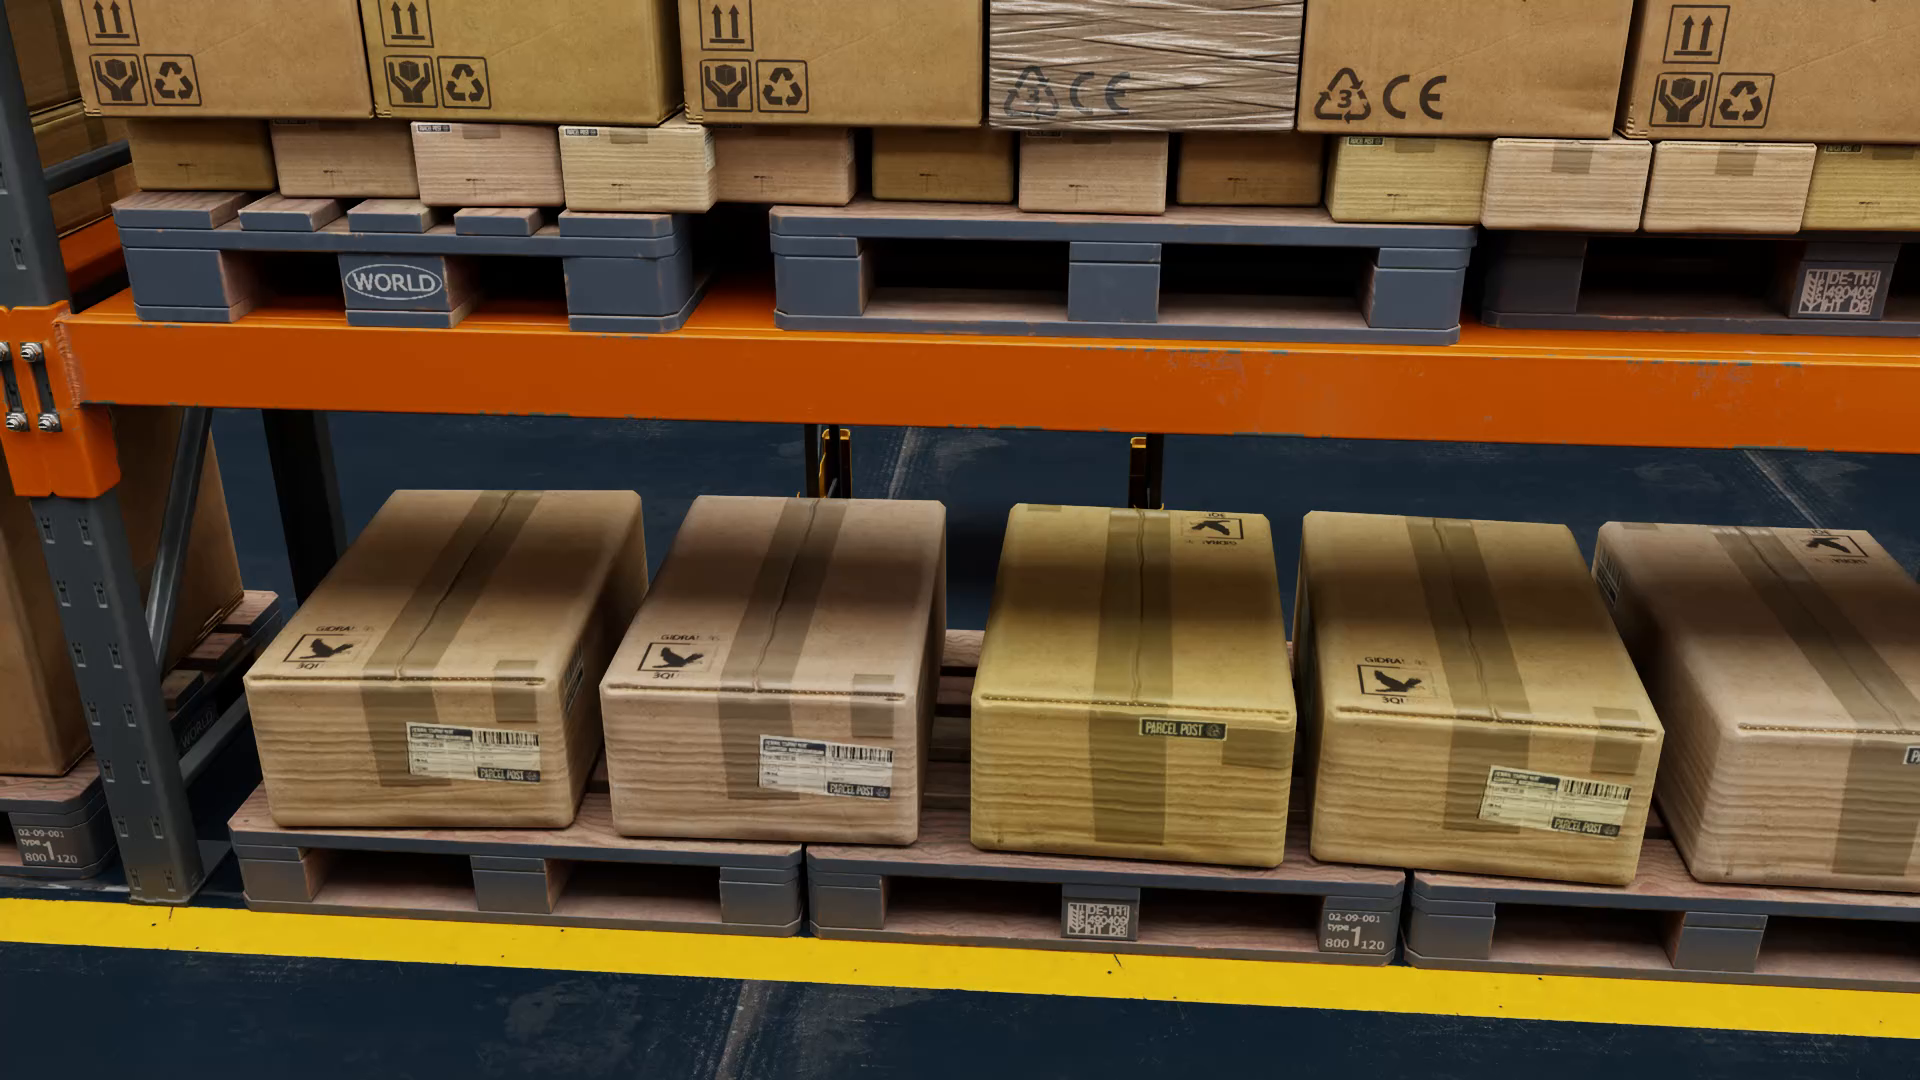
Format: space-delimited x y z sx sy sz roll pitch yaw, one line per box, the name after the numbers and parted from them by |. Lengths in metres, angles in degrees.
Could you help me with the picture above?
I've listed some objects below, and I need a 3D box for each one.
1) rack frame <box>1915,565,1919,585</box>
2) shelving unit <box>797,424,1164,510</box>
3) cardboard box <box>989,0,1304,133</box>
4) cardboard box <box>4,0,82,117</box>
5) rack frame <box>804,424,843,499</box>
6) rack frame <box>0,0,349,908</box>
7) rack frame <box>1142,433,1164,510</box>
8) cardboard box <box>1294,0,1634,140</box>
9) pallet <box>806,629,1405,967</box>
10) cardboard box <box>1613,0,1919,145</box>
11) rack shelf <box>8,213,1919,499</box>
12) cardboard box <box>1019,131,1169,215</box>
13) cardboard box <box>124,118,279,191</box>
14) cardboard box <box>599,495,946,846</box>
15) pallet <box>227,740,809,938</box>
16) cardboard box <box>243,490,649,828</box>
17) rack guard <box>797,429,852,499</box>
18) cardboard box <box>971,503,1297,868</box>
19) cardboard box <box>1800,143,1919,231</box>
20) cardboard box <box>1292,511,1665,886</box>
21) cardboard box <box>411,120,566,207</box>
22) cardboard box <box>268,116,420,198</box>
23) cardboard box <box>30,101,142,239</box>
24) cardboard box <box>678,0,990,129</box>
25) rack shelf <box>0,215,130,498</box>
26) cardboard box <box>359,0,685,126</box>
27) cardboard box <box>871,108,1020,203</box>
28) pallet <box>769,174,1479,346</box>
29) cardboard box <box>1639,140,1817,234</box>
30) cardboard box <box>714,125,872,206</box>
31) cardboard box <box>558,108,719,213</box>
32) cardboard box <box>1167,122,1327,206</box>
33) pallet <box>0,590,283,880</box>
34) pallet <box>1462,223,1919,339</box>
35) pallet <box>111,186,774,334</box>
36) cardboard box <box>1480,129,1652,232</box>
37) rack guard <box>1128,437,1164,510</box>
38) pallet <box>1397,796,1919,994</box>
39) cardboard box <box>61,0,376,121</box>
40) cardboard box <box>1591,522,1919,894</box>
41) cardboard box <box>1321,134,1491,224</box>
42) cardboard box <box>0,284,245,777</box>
2.316 -0.661 3.097 0.127 3.000 1.000 2 25 4 | rack frame
0.076 -0.679 4.931 1.083 1.500 0.587 2 25 4 | shelving unit
0.307 -1.002 2.861 0.500 0.500 0.500 1 25 2 | cardboard box
-2.158 -1.067 3.561 0.500 0.250 0.500 2 25 4 | cardboard box
-0.422 -0.695 4.966 0.032 1.500 0.500 2 25 4 | rack frame
-1.672 -0.789 3.376 0.127 3.000 1.000 2 25 4 | rack frame
0.592 -0.662 4.895 0.032 1.500 0.500 2 25 4 | rack frame
0.830 -0.986 2.825 0.500 0.500 0.500 3 25 6 | cardboard box
0.320 0.544 3.816 1.213 0.211 1.003 2 25 4 | pallet
1.344 -0.966 2.784 0.500 0.500 0.500 2 25 4 | cardboard box
0.322 -0.398 3.387 4.000 0.370 1.077 2 25 4 | rack shelf
0.246 -0.706 2.993 0.250 0.149 0.380 3 25 6 | cardboard box
-1.362 -0.777 3.149 0.250 0.149 0.380 0 25 1 | cardboard box
-0.373 0.257 3.745 0.625 0.372 0.950 1 25 3 | cardboard box
-0.893 0.504 3.903 1.213 0.211 1.003 2 25 4 | pallet
-1.109 0.237 3.789 0.625 0.372 0.950 0 25 0 | cardboard box
-0.421 -0.127 5.227 0.087 0.250 0.587 2 25 4 | rack guard
0.383 0.283 3.687 0.625 0.372 0.950 3 25 6 | cardboard box
1.521 -0.655 2.882 0.250 0.149 0.380 1 25 2 | cardboard box
1.076 0.305 3.640 0.625 0.372 0.950 3 25 7 | cardboard box
-0.813 -0.726 3.038 0.250 0.149 0.380 0 25 1 | cardboard box
-1.083 -0.754 3.099 0.250 0.149 0.380 0 25 1 | cardboard box
-2.141 -0.841 3.669 0.500 0.250 0.500 1 25 3 | cardboard box
-0.191 -1.021 2.903 0.500 0.500 0.500 2 25 5 | cardboard box
-3.666 -0.526 3.665 4.000 0.370 1.077 2 25 4 | rack shelf
-0.721 -1.035 2.934 0.500 0.500 0.500 3 25 7 | cardboard box
-0.010 -0.741 3.070 0.250 0.149 0.380 3 25 6 | cardboard box
0.305 -0.655 3.315 1.213 0.211 1.003 2 25 4 | pallet
1.261 -0.648 2.868 0.250 0.149 0.380 1 25 3 | cardboard box
-0.294 -0.734 3.054 0.250 0.149 0.380 3 25 7 | cardboard box
-0.541 -0.709 3.001 0.250 0.149 0.380 2 25 4 | cardboard box
0.511 -0.729 3.043 0.250 0.149 0.380 1 25 2 | cardboard box
-2.452 0.421 4.082 1.213 0.211 1.003 2 25 4 | pallet
1.566 -0.659 3.322 1.213 0.211 1.003 2 25 4 | pallet
-0.953 -0.723 3.463 1.003 0.211 1.213 2 25 4 | pallet
1.007 -0.654 2.882 0.250 0.149 0.380 2 25 4 | cardboard box
0.573 -0.095 5.158 0.087 0.250 0.587 2 25 4 | rack guard
1.540 0.582 3.733 1.213 0.211 1.003 2 25 4 | pallet
-1.241 -1.049 2.964 0.500 0.500 0.500 1 25 3 | cardboard box
1.793 0.327 3.593 0.625 0.372 0.950 2 25 5 | cardboard box
0.766 -0.677 2.932 0.250 0.149 0.380 2 25 4 | cardboard box
-2.354 -0.071 3.855 0.875 0.875 0.875 2 25 4 | cardboard box
